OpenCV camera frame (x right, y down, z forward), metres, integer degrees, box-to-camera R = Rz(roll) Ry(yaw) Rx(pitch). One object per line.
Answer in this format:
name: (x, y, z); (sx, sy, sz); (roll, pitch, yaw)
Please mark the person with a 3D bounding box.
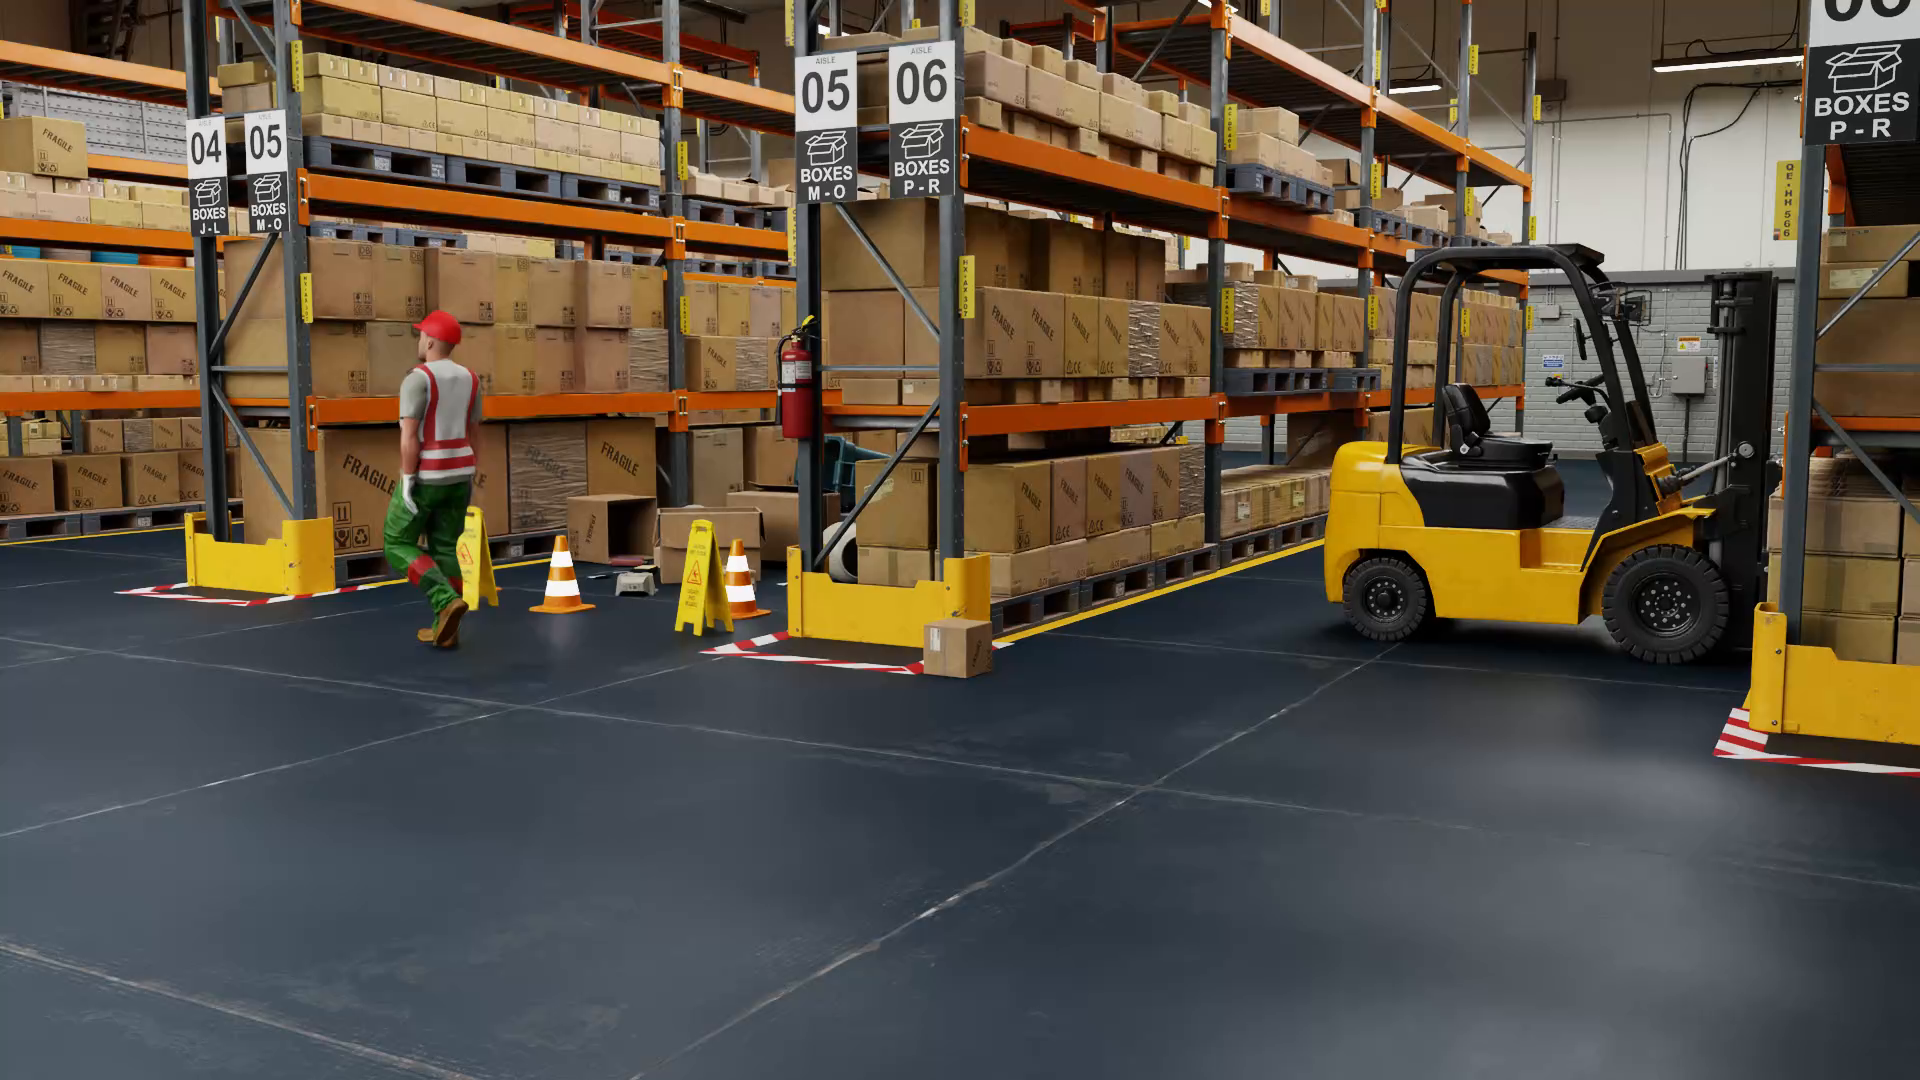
person: (-2.761, -0.319, 8.825); (0.514, 1.782, 0.540); (4, 7, 31)
